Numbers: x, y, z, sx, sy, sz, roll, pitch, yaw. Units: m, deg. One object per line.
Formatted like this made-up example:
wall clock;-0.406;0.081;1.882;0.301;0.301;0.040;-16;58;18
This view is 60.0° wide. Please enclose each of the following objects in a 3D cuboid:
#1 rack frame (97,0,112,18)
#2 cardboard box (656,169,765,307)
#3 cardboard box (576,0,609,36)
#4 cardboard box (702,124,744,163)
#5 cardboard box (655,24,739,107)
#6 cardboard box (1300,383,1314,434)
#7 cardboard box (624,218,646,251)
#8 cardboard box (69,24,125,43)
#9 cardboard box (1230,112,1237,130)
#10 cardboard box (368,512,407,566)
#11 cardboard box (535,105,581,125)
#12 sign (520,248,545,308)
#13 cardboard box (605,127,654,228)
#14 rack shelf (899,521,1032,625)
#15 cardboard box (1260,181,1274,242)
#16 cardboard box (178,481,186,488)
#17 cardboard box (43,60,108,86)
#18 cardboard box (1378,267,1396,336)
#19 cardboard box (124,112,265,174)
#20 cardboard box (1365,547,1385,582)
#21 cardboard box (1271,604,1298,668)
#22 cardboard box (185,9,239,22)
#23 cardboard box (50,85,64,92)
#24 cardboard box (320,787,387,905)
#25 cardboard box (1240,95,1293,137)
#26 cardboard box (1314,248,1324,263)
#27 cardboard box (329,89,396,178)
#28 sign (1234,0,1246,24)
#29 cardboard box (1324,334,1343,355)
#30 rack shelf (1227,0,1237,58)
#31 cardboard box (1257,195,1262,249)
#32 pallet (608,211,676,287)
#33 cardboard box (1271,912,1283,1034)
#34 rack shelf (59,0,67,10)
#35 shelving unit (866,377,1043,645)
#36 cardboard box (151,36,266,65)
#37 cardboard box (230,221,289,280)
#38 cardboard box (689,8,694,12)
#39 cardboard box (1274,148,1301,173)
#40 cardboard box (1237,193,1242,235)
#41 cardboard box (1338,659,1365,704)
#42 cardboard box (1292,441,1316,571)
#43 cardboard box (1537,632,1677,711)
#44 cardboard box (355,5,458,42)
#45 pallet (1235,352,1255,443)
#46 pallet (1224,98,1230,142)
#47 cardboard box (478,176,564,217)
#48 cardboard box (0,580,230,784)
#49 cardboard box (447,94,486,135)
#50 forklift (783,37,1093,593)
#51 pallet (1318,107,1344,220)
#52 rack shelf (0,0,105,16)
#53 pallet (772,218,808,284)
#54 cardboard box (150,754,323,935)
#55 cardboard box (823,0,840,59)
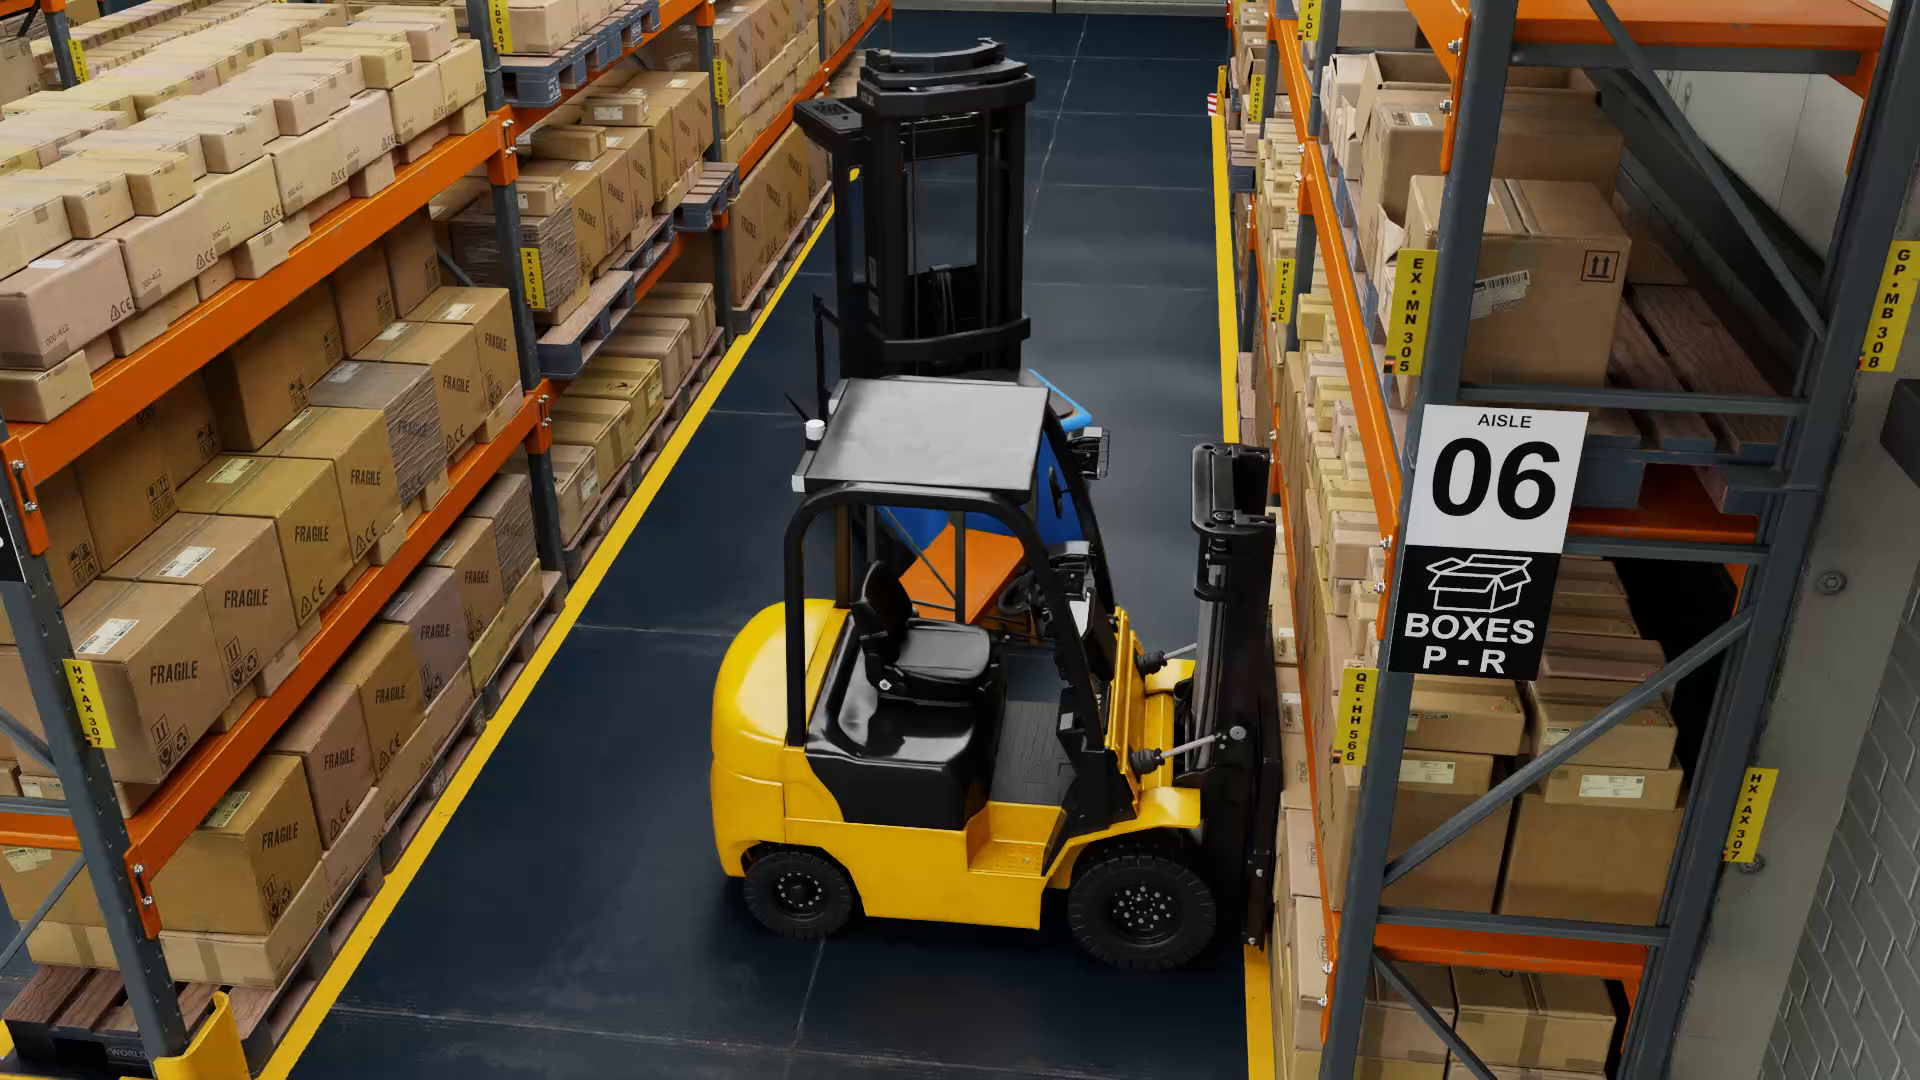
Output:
rack frame;-11.148;-7.242;20.530;1.000;3.000;0.127;3;28;6
cardboard box;-2.126;-2.470;13.470;0.875;0.875;0.875;3;28;6
cardboard box;-2.252;-2.947;9.111;0.500;0.250;0.500;3;28;6
cardboard box;-1.983;-3.050;12.907;0.500;0.250;0.500;3;28;5
cardboard box;-1.990;-3.603;12.615;0.500;0.500;0.500;2;28;5
cardboard box;1.705;-0.568;7.352;0.380;0.149;0.250;4;29;7
cardboard box;-2.214;-1.946;10.521;0.380;0.149;0.250;4;29;8
cardboard box;-7.452;-4.343;14.343;0.380;0.149;0.250;5;29;9
cardboard box;3.175;-4.293;17.248;0.700;0.500;0.500;2;28;4
cardboard box;-2.698;-0.018;7.385;0.380;0.149;0.250;4;29;7
cardboard box;-2.693;-2.566;10.988;0.500;0.500;0.500;4;29;7
sign;-2.243;-1.371;8.719;0.100;0.325;0.005;3;28;6
cardboard box;-2.254;-2.292;10.479;0.500;0.500;0.500;2;28;4
rack shelf;-0.017;0.242;8.599;0.538;0.185;1.000;11;30;20
cardboard box;2.193;-2.092;10.602;0.500;0.250;0.500;3;28;5
cardboard box;-3.349;-0.052;6.765;0.500;0.500;0.500;3;28;6
cardboard box;-6.968;-3.685;13.122;0.380;0.149;0.250;3;28;6
cardboard box;1.454;-0.694;4.931;0.380;0.149;0.250;3;28;5
cardboard box;-2.767;-1.439;6.020;0.380;0.149;0.250;4;29;8
cardboard box;1.597;0.155;5.696;0.380;0.149;0.250;4;29;7
cardboard box;1.651;0.539;7.489;0.500;0.250;0.500;4;29;8
cardboard box;-6.714;-4.672;14.955;0.380;0.149;0.250;2;28;5
cardboard box;-6.960;-3.562;13.207;0.380;0.149;0.250;5;29;8
cardboard box;-2.830;1.287;7.154;0.500;0.250;0.500;4;29;8
cardboard box;2.442;-3.248;12.832;0.500;0.250;0.500;2;28;4
cardboard box;2.061;-1.469;9.024;0.380;0.149;0.250;3;28;6
cardboard box;-2.708;-1.702;6.929;0.500;0.250;0.500;3;28;5
sign;2.585;-4.906;15.280;0.100;0.325;0.005;3;28;6
cardboard box;1.846;-0.810;7.487;0.380;0.149;0.250;3;28;5
rack shelf;3.369;-5.121;17.352;1.077;0.370;4.000;3;28;6
cardboard box;2.270;-2.117;11.174;0.500;0.250;0.500;3;28;5
pallet;-2.495;-1.882;10.783;1.003;0.211;1.213;3;28;6
cardboard box;1.468;1.705;6.380;0.500;0.250;0.500;3;28;6
rack shelf;-6.973;-5.086;14.123;1.077;0.370;4.000;3;28;6
shelving unit;-0.013;0.079;8.521;0.587;1.500;1.083;11;30;20
cardboard box;-3.248;-2.079;7.208;0.380;0.149;0.250;3;28;6
cardboard box;-2.756;-1.090;6.213;0.380;0.149;0.250;4;29;7
cardboard box;-2.367;-4.119;13.573;0.500;0.500;0.500;3;28;6
cardboard box;2.246;-2.438;10.824;0.380;0.149;0.250;4;29;7
cardboard box;2.720;-2.880;14.627;0.500;0.500;0.500;3;28;5
cardboard box;1.420;0.521;5.331;0.380;0.149;0.250;4;29;7
cardboard box;1.722;-0.097;7.161;0.500;0.500;0.500;3;28;6
cardboard box;2.002;0.424;5.197;0.380;0.149;0.250;4;29;8
cardboard box;-2.605;-2.417;7.835;0.380;0.149;0.250;4;29;7
pallet;2.494;-1.001;11.885;1.003;0.211;1.213;3;28;6
pallet;3.508;-4.741;18.827;1.003;0.211;1.213;3;28;6
cardboard box;-2.374;-1.864;9.001;0.380;0.149;0.250;3;28;6
cardboard box;-2.940;0.484;5.771;0.500;0.500;0.500;3;28;5
cardboard box;-2.518;-2.061;8.015;0.380;0.149;0.250;3;29;6
forklift;-0.312;-1.579;10.090;1.130;2.935;3.031;-12;31;-22
pallet;2.065;-1.609;7.005;1.003;0.211;1.213;3;28;6
rack shelf;-11.393;-5.984;18.953;1.077;0.370;4.000;3;28;6
pallet;-1.969;-2.612;14.876;1.003;0.211;1.213;3;28;6
cardboard box;-2.897;1.186;6.552;0.500;0.500;0.500;2;28;4
cardboard box;-1.485;-5.033;16.324;0.500;0.500;0.500;4;29;8
